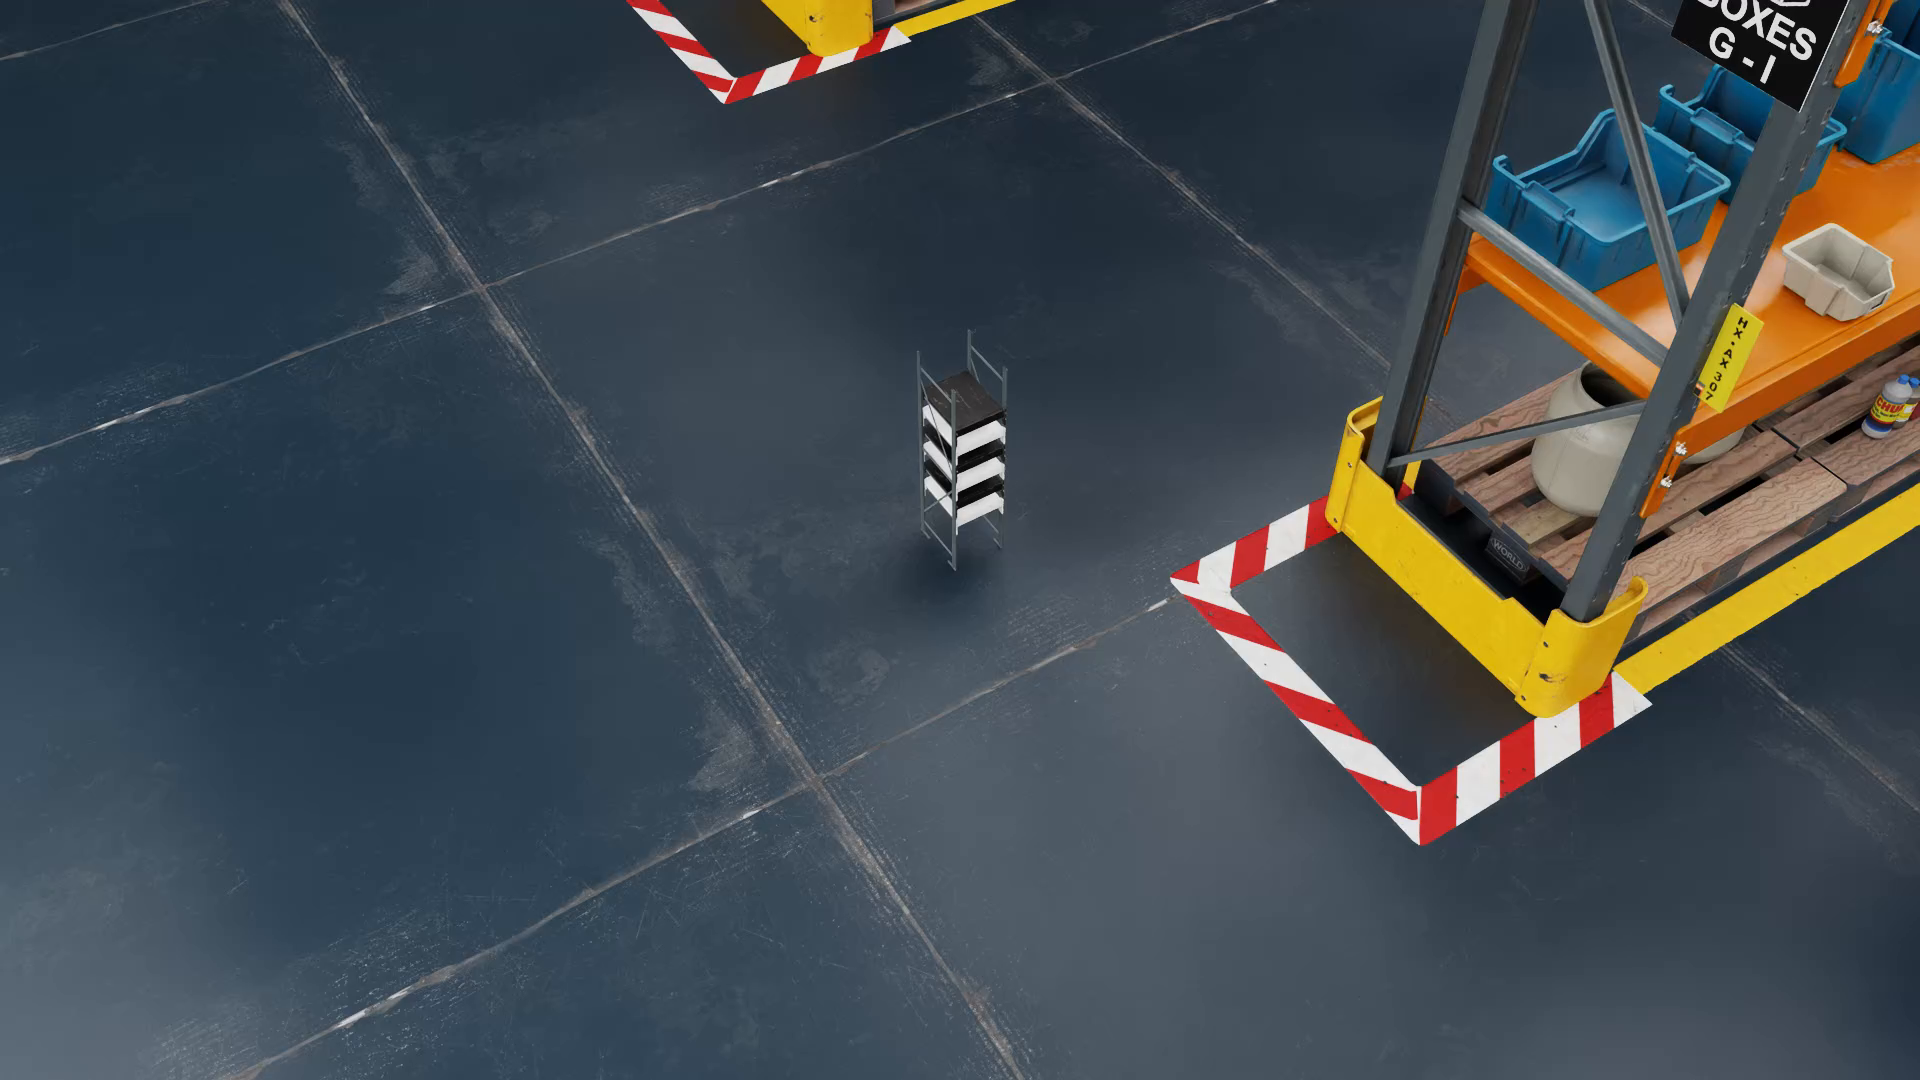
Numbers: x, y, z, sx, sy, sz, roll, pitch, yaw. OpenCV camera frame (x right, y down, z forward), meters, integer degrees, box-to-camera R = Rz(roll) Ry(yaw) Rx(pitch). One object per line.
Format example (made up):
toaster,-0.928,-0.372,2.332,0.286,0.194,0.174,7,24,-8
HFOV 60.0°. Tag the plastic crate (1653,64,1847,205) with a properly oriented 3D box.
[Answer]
plastic crate,2.598,-1.340,5.534,0.408,0.251,0.499,-25,53,-21

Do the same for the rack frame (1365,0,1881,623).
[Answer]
rack frame,1.783,-0.745,4.905,0.127,3.000,1.000,-25,53,-21

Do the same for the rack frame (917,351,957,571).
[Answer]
rack frame,-0.079,-0.262,5.881,0.006,0.900,0.240,-25,53,-21

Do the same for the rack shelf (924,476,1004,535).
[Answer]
rack shelf,0.007,-0.161,6.076,0.200,0.077,0.258,-25,53,-21

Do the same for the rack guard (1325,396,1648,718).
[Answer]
rack guard,1.822,0.026,5.892,0.348,0.500,1.175,-25,53,-21

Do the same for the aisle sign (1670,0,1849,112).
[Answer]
aisle sign,1.878,-1.396,3.744,0.004,0.787,0.394,-25,53,-21

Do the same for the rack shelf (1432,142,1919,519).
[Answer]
rack shelf,3.474,-1.303,5.884,4.000,0.370,1.077,-25,53,-21

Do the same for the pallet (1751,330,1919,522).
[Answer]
pallet,3.542,-0.681,6.715,1.213,0.211,1.003,-25,53,-21

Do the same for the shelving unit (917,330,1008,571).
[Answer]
shelving unit,0.007,-0.302,5.917,0.210,0.900,0.258,-25,53,-21

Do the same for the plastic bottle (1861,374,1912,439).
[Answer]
plastic bottle,3.482,-0.510,6.228,0.097,0.271,0.097,0,48,0

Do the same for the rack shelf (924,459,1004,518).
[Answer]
rack shelf,0.007,-0.220,6.009,0.200,0.077,0.258,-25,53,-21

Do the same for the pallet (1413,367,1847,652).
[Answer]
pallet,2.512,-0.198,6.285,1.213,0.211,1.003,-25,53,-21

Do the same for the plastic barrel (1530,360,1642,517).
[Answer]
plastic barrel,2.298,-0.368,5.954,0.421,0.512,0.421,0,48,0

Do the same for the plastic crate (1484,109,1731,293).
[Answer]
plastic crate,2.046,-1.084,5.307,0.616,0.251,0.499,-25,53,-21

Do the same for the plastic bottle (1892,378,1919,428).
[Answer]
plastic bottle,3.570,-0.528,6.291,0.097,0.201,0.097,0,48,0

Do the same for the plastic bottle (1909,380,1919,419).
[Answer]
plastic bottle,3.683,-0.593,6.293,0.133,0.283,0.061,-24,53,-20

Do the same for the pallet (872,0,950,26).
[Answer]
pallet,-0.233,-3.279,9.029,1.213,0.211,1.003,-25,53,-21

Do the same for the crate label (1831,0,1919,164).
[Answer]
crate label,3.195,-1.661,5.697,0.616,0.435,0.502,-25,53,-21

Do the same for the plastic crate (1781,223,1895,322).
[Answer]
plastic crate,2.711,-0.811,5.140,0.250,0.136,0.298,-25,53,-21

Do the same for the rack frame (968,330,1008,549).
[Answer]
rack frame,0.093,-0.343,5.953,0.006,0.900,0.240,-25,53,-21

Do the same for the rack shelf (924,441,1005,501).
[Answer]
rack shelf,0.007,-0.280,5.942,0.200,0.077,0.258,-25,53,-21

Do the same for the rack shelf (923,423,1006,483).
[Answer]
rack shelf,0.007,-0.340,5.874,0.200,0.077,0.258,-25,53,-21

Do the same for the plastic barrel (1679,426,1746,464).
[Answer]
plastic barrel,2.722,-0.568,6.132,0.421,0.512,0.421,0,48,0

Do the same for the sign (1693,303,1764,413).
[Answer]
sign,2.072,-0.488,4.491,0.005,0.325,0.100,-25,53,-21

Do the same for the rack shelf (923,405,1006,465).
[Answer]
rack shelf,0.007,-0.400,5.807,0.200,0.077,0.258,-25,53,-21

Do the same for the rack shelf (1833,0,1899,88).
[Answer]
rack shelf,3.474,-2.301,4.763,4.000,0.370,1.077,-25,53,-21

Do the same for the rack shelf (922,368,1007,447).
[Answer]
rack shelf,0.007,-0.460,5.740,0.200,0.077,0.258,-25,53,-21

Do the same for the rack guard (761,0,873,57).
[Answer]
rack guard,-0.878,-3.034,8.618,0.348,0.500,1.175,-25,53,-21
